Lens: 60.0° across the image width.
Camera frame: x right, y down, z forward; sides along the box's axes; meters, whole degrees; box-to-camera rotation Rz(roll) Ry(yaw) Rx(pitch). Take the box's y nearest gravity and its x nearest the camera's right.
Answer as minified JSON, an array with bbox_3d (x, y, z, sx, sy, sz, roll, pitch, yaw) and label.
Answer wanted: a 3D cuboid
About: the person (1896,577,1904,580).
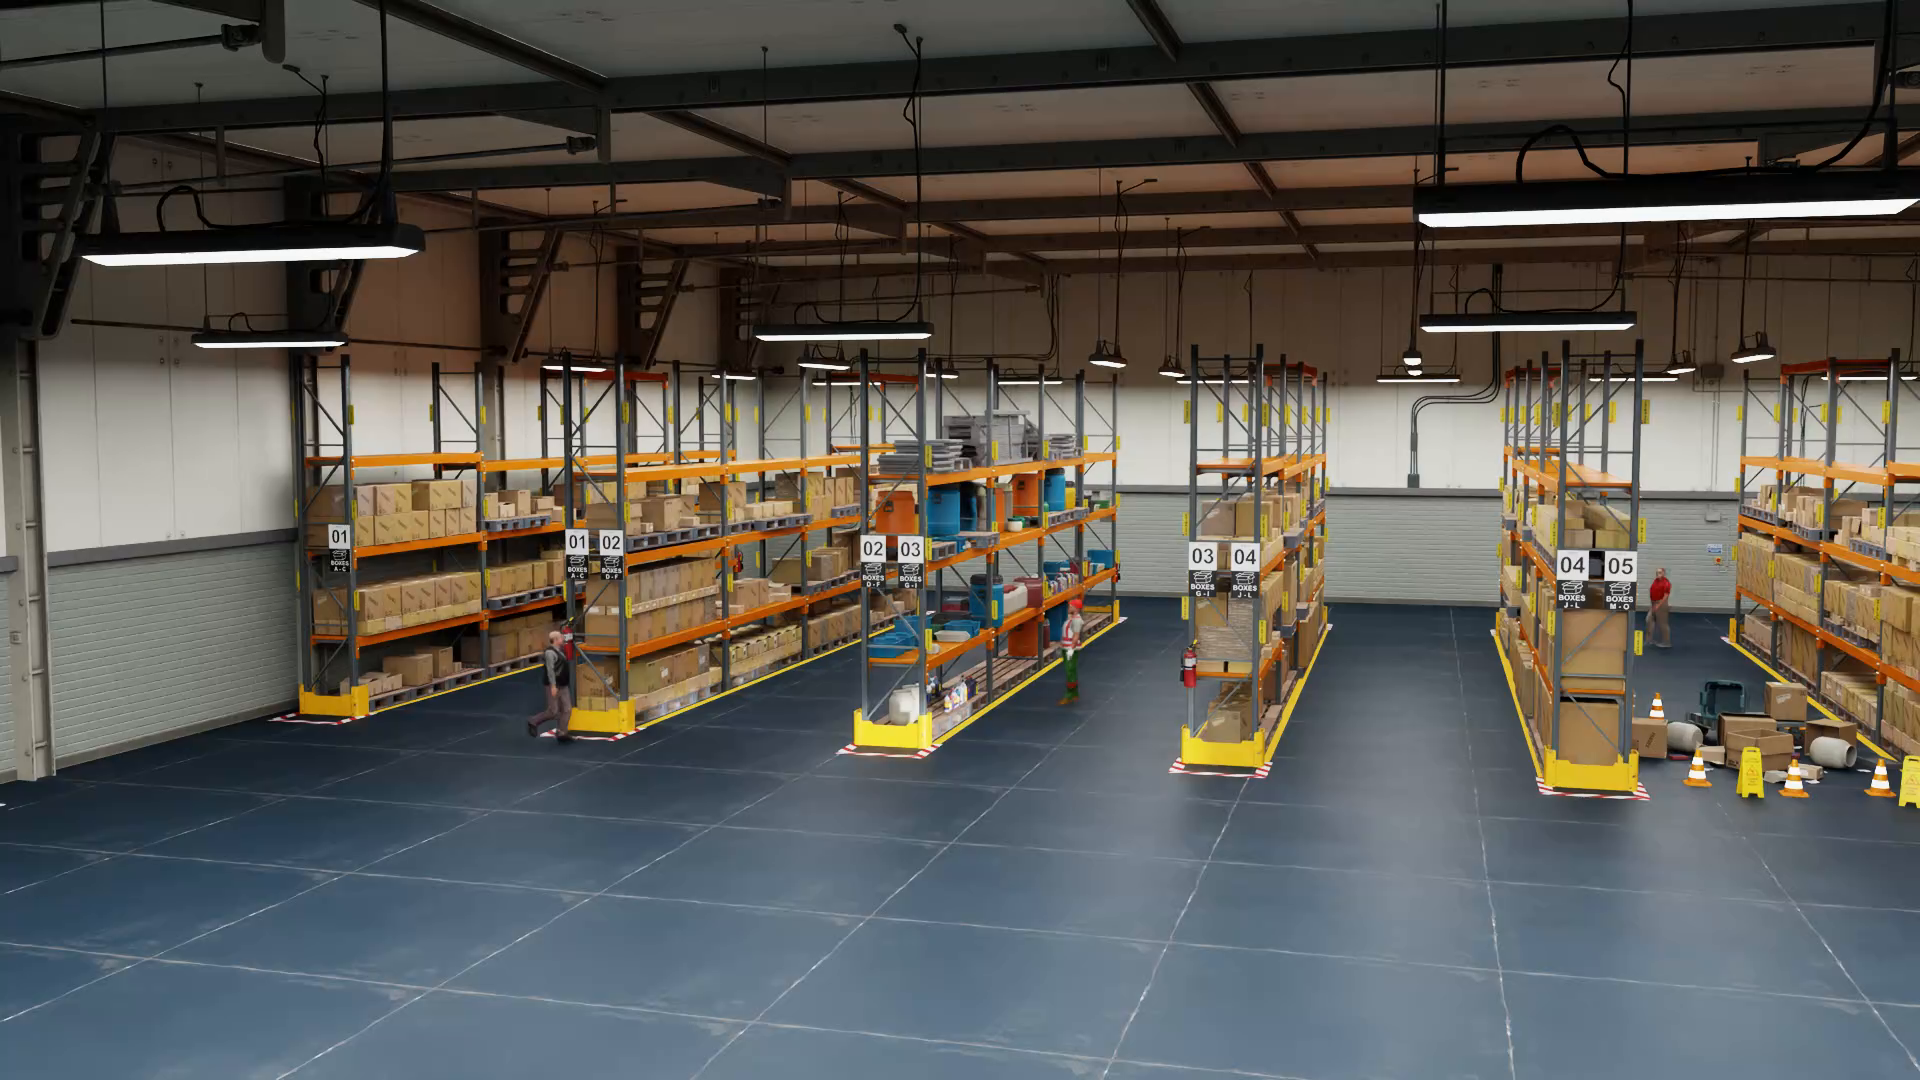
[{"bbox_3d":[21.175,1.389,37.313,0.777,1.593,0.471,1,4,10],"label":"person"}]

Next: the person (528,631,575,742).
[{"bbox_3d":[-6.228,2.241,25.502,0.740,1.697,0.558,2,5,22],"label":"person"}]

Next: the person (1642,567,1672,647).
[{"bbox_3d":[15.057,1.492,35.905,0.613,1.811,0.595,1,4,10],"label":"person"}]

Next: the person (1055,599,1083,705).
[{"bbox_3d":[1.871,1.918,28.692,0.536,1.806,0.569,-2,5,-22],"label":"person"}]
